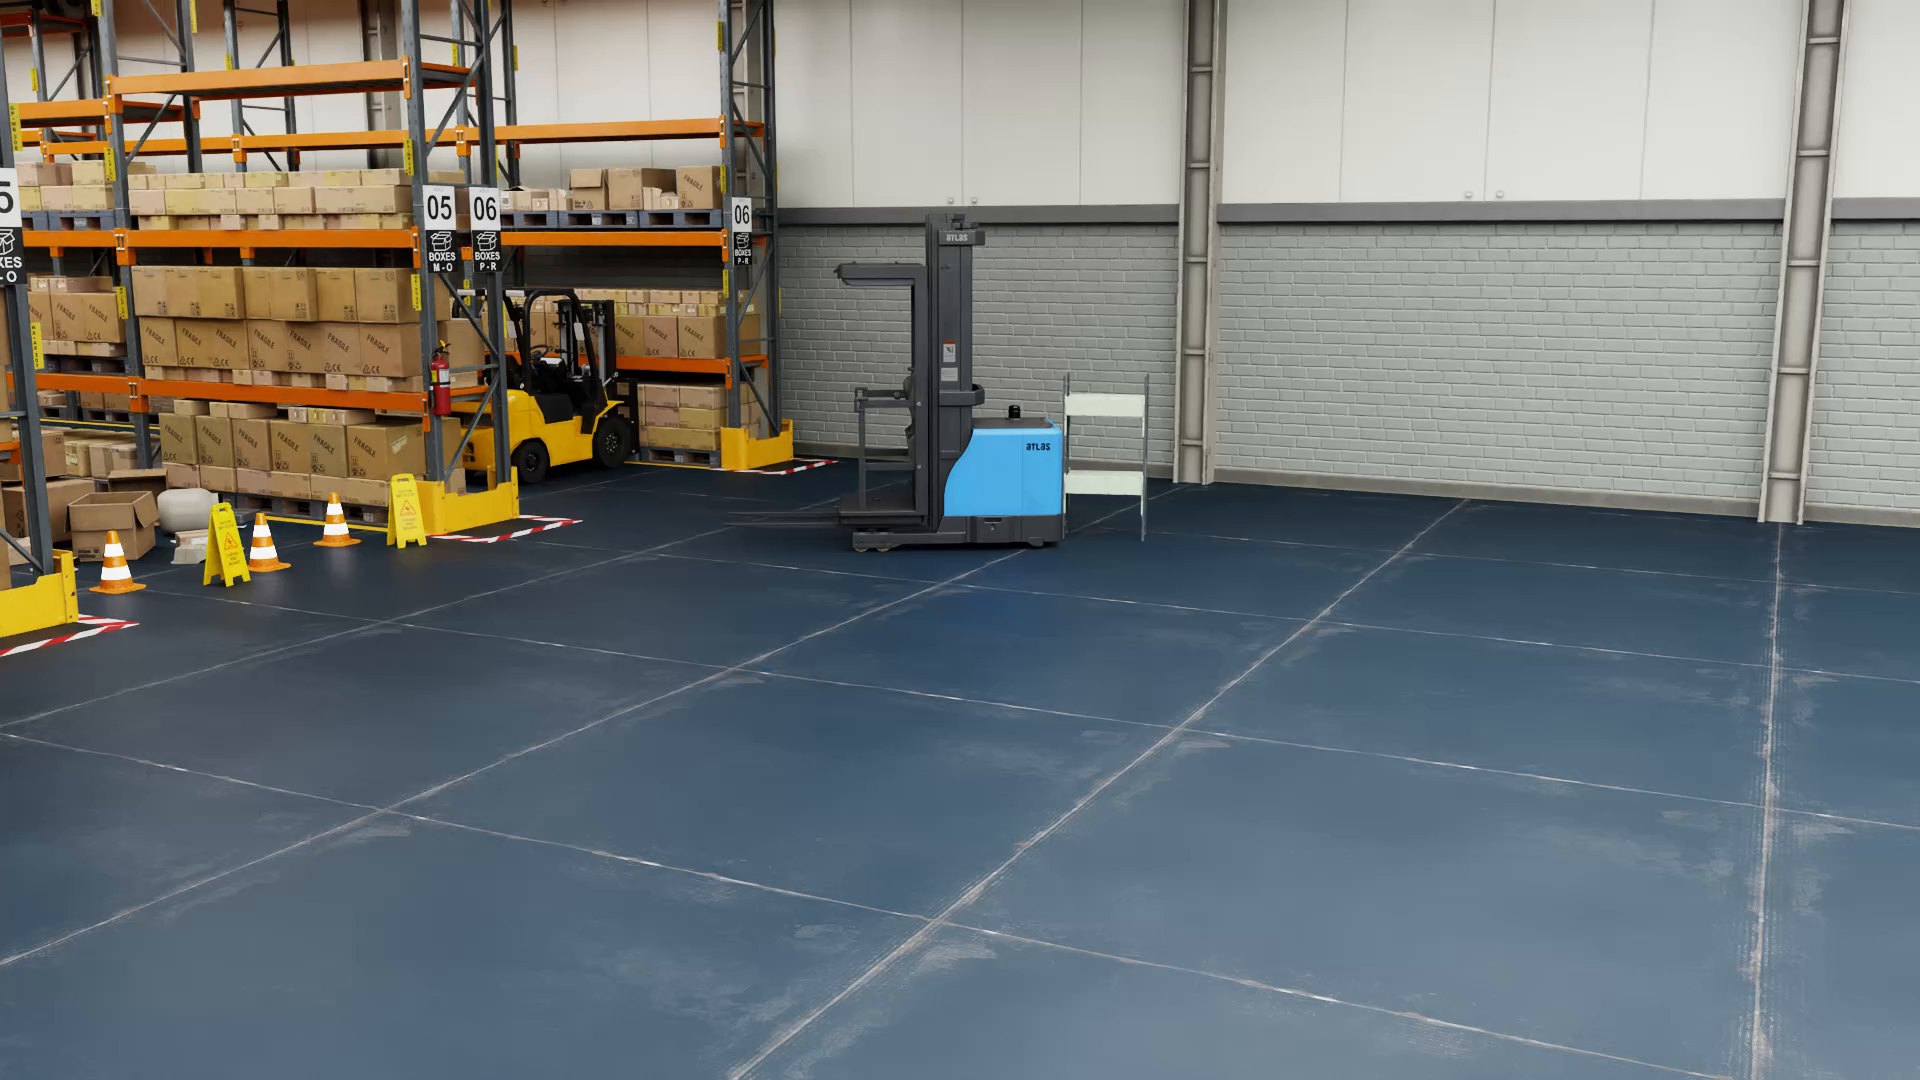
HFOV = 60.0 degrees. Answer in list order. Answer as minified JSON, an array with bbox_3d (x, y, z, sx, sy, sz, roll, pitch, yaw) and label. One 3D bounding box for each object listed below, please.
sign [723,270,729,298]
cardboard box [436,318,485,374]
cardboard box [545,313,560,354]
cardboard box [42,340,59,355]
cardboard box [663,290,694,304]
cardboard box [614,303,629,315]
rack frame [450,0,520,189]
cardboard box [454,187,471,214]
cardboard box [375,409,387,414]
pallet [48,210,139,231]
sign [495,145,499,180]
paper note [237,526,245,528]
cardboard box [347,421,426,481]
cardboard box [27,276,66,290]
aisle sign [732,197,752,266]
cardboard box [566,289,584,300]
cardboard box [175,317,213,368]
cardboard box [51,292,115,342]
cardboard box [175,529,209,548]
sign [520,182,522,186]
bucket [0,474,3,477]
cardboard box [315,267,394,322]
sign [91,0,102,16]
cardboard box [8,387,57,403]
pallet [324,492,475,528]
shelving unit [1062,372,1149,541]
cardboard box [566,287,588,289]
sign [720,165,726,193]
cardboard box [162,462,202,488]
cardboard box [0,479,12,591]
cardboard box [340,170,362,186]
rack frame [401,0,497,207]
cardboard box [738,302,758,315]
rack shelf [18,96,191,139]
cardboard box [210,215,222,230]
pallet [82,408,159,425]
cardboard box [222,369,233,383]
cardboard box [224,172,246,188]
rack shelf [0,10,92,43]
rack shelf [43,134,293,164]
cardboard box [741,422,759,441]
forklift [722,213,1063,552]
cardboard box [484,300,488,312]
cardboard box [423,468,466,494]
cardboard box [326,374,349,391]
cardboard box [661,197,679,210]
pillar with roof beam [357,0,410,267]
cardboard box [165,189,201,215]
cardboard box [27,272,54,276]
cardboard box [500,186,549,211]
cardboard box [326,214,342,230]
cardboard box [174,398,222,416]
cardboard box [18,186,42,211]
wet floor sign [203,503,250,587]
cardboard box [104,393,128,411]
[{"bbox_3d":[-2.752,-3.012,19.555,0.005,0.325,0.100,5,11,26],"label":"sign"},{"bbox_3d":[-4.994,-1.896,16.186,0.500,0.500,0.500,5,11,25],"label":"cardboard box"},{"bbox_3d":[-4.875,-2.621,21.029,0.500,0.500,0.500,5,11,25],"label":"cardboard box"},{"bbox_3d":[-9.568,-2.071,17.796,0.250,0.149,0.380,5,11,26],"label":"cardboard box"},{"bbox_3d":[-3.395,-2.952,20.199,0.250,0.149,0.380,5,12,27],"label":"cardboard box"},{"bbox_3d":[-4.095,-2.860,20.526,0.250,0.149,0.380,5,11,26],"label":"cardboard box"},{"bbox_3d":[-6.086,-5.679,21.359,0.127,3.000,1.000,5,11,26],"label":"rack frame"},{"bbox_3d":[-5.025,-3.249,15.944,0.500,0.250,0.500,5,11,25],"label":"cardboard box"},{"bbox_3d":[-7.927,-1.925,22.955,0.625,0.625,0.875,5,11,23],"label":"cardboard box"},{"bbox_3d":[-8.786,-3.383,17.624,1.003,0.211,1.213,5,11,26],"label":"pallet"},{"bbox_3d":[-4.452,-3.611,15.904,0.005,0.325,0.100,5,11,26],"label":"sign"},{"bbox_3d":[-6.907,-0.127,15.865,0.148,0.019,0.142,1,10,6],"label":"paper note"},{"bbox_3d":[-5.526,-0.863,16.029,0.500,0.500,0.500,5,11,26],"label":"cardboard box"},{"bbox_3d":[-10.274,-2.886,18.659,0.250,0.149,0.380,4,11,23],"label":"cardboard box"},{"bbox_3d":[-2.570,-3.639,19.632,0.004,0.787,0.394,5,11,26],"label":"aisle sign"},{"bbox_3d":[-4.741,-3.080,20.909,0.250,0.149,0.380,5,11,26],"label":"cardboard box"},{"bbox_3d":[-7.547,-2.014,16.841,0.500,0.500,0.500,5,11,26],"label":"cardboard box"},{"bbox_3d":[-9.240,-2.375,17.652,0.500,0.500,0.500,5,11,26],"label":"cardboard box"},{"bbox_3d":[-6.760,0.004,14.812,0.380,0.149,0.250,-7,12,-33],"label":"cardboard box"},{"bbox_3d":[-5.842,-4.585,22.064,0.005,0.325,0.100,5,11,26],"label":"sign"},{"bbox_3d":[-9.237,-0.630,15.231,0.726,0.611,0.620,-10,4,-43],"label":"bucket"},{"bbox_3d":[-5.697,-2.353,15.902,0.500,0.500,0.700,5,11,26],"label":"cardboard box"},{"bbox_3d":[-8.519,-5.334,16.388,0.005,0.325,0.100,5,11,26],"label":"sign"},{"bbox_3d":[-14.661,-2.430,26.095,0.500,0.500,0.700,5,11,24],"label":"cardboard box"},{"bbox_3d":[-5.473,-0.322,16.436,1.213,0.211,1.003,5,11,26],"label":"pallet"},{"bbox_3d":[1.339,-0.774,15.315,0.755,1.500,0.431,2,10,9],"label":"shelving unit"},{"bbox_3d":[-4.964,-3.210,21.625,0.250,0.149,0.380,5,11,25],"label":"cardboard box"},{"bbox_3d":[-2.752,-4.199,19.340,0.005,0.325,0.100,5,11,26],"label":"sign"},{"bbox_3d":[-7.869,-0.698,17.224,0.500,0.250,0.500,4,11,23],"label":"cardboard box"},{"bbox_3d":[-7.429,-0.024,11.747,0.875,0.875,0.875,5,11,26],"label":"cardboard box"},{"bbox_3d":[-5.577,-3.386,15.582,0.250,0.149,0.380,5,11,25],"label":"cardboard box"},{"bbox_3d":[-4.692,-4.571,15.236,0.127,3.000,1.000,5,11,26],"label":"rack frame"},{"bbox_3d":[-2.688,-2.848,20.462,0.250,0.149,0.380,5,11,24],"label":"cardboard box"},{"bbox_3d":[-10.073,-4.493,17.948,4.000,0.370,1.077,5,11,26],"label":"rack shelf"},{"bbox_3d":[-7.185,-3.142,16.471,0.250,0.149,0.380,5,11,24],"label":"cardboard box"},{"bbox_3d":[-12.514,-1.927,25.304,1.213,0.211,1.003,5,11,26],"label":"pallet"},{"bbox_3d":[-7.178,-1.665,16.734,0.250,0.149,0.380,5,11,26],"label":"cardboard box"},{"bbox_3d":[-6.949,-3.508,16.252,0.250,0.149,0.380,5,11,25],"label":"cardboard box"},{"bbox_3d":[-15.054,-7.748,25.481,4.000,0.370,1.077,5,11,26],"label":"rack shelf"},{"bbox_3d":[-11.467,-5.601,24.071,4.000,0.370,1.077,5,11,26],"label":"rack shelf"},{"bbox_3d":[-2.853,-1.335,20.746,0.500,0.250,0.500,5,11,26],"label":"cardboard box"},{"bbox_3d":[-0.622,-1.436,14.954,3.031,2.935,1.130,-1,10,-3],"label":"forklift"},{"bbox_3d":[-5.917,-3.028,21.456,0.250,0.149,0.380,5,11,25],"label":"cardboard box"},{"bbox_3d":[-5.293,-0.580,16.573,0.500,0.250,0.500,5,11,25],"label":"cardboard box"},{"bbox_3d":[-5.863,-1.531,15.995,0.250,0.149,0.380,5,12,27],"label":"cardboard box"},{"bbox_3d":[-3.376,-4.037,19.953,0.250,0.149,0.380,5,11,24],"label":"cardboard box"},{"bbox_3d":[-10.010,-5.348,19.529,0.400,9.000,9.100,5,11,26],"label":"pillar with roof beam"},{"bbox_3d":[-7.539,-3.365,16.582,0.500,0.250,0.500,5,11,25],"label":"cardboard box"},{"bbox_3d":[-14.478,-3.959,26.180,0.500,0.500,0.500,5,11,24],"label":"cardboard box"},{"bbox_3d":[-5.448,-4.310,21.011,0.500,0.311,0.500,5,12,27],"label":"cardboard box"},{"bbox_3d":[-5.794,-3.026,15.828,0.250,0.149,0.380,5,11,26],"label":"cardboard box"},{"bbox_3d":[-7.784,-1.366,16.992,0.250,0.149,0.380,5,11,27],"label":"cardboard box"},{"bbox_3d":[-9.775,-3.646,17.795,0.500,0.250,0.500,5,11,27],"label":"cardboard box"},{"bbox_3d":[-5.889,0.025,13.302,0.232,0.644,0.267,3,11,16],"label":"wet floor sign"},{"bbox_3d":[-12.444,-2.219,24.929,0.500,0.500,0.500,5,11,25],"label":"cardboard box"}]
